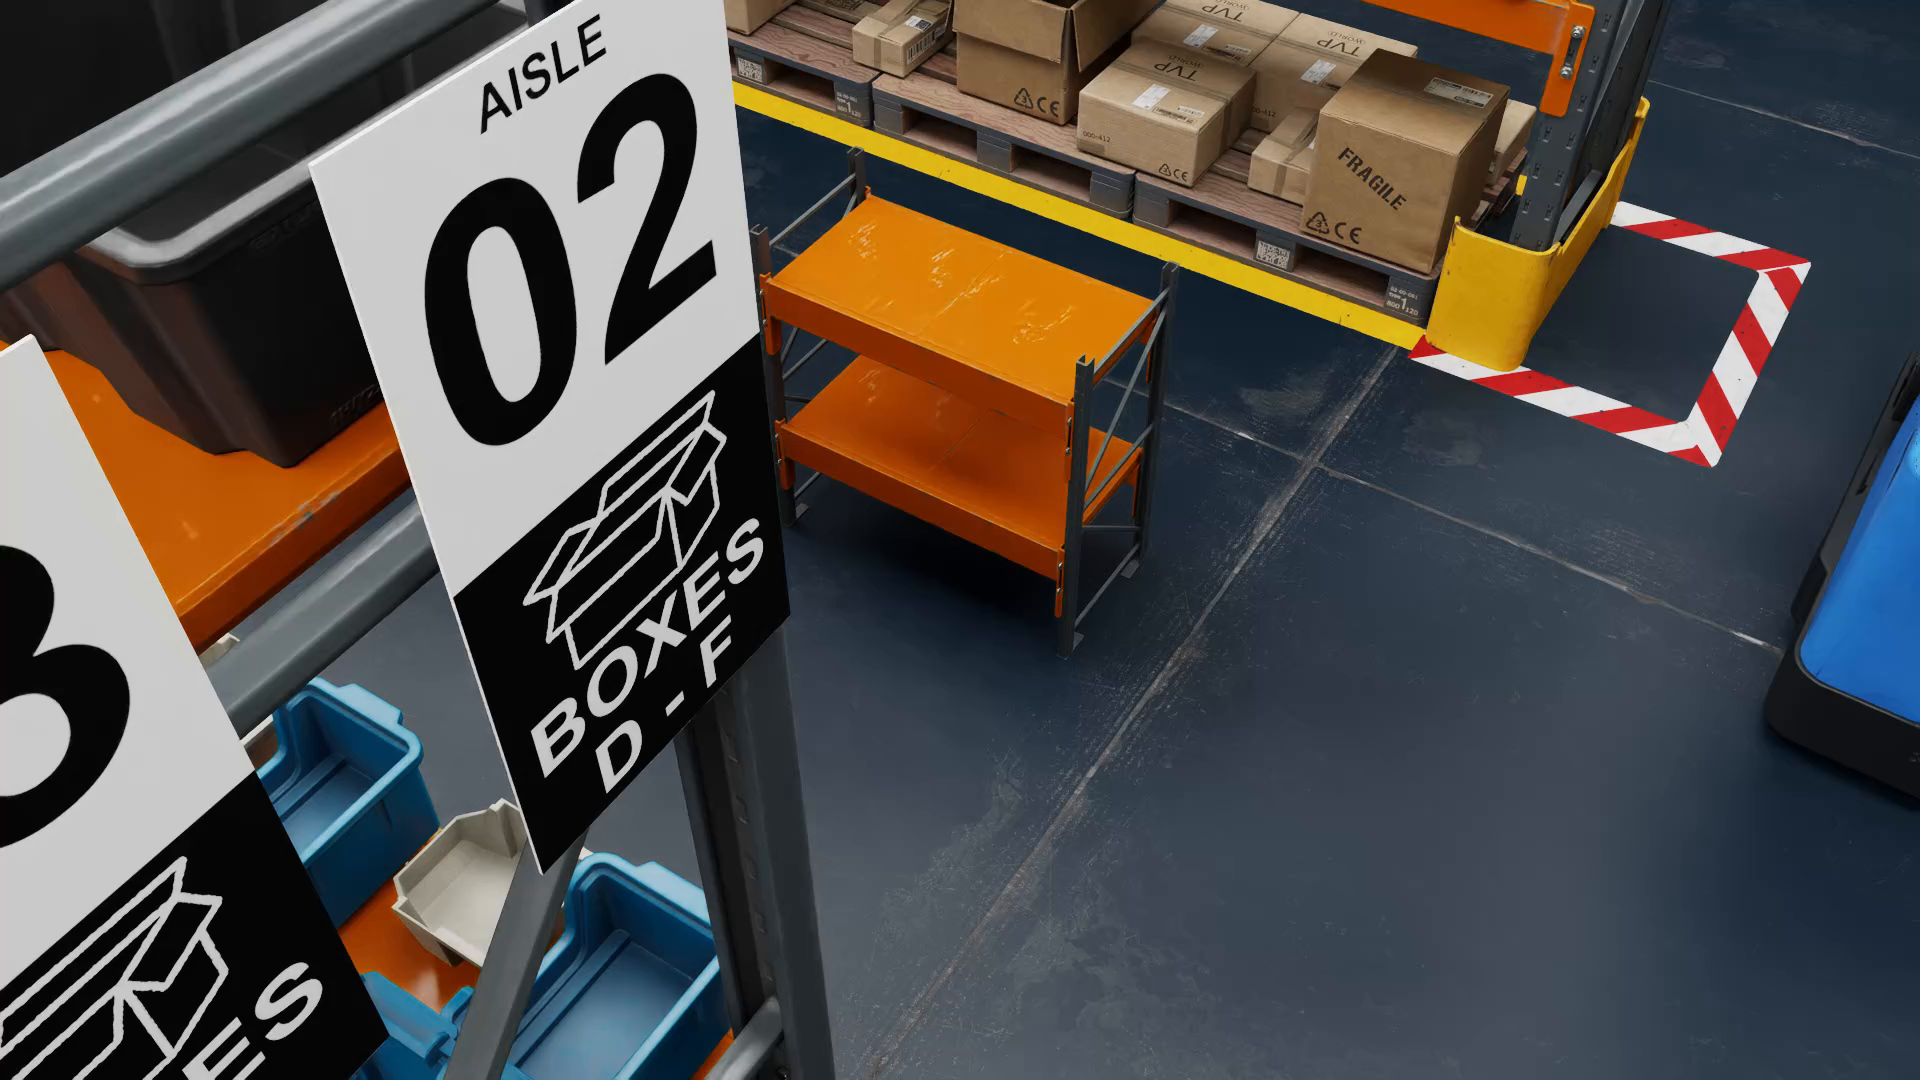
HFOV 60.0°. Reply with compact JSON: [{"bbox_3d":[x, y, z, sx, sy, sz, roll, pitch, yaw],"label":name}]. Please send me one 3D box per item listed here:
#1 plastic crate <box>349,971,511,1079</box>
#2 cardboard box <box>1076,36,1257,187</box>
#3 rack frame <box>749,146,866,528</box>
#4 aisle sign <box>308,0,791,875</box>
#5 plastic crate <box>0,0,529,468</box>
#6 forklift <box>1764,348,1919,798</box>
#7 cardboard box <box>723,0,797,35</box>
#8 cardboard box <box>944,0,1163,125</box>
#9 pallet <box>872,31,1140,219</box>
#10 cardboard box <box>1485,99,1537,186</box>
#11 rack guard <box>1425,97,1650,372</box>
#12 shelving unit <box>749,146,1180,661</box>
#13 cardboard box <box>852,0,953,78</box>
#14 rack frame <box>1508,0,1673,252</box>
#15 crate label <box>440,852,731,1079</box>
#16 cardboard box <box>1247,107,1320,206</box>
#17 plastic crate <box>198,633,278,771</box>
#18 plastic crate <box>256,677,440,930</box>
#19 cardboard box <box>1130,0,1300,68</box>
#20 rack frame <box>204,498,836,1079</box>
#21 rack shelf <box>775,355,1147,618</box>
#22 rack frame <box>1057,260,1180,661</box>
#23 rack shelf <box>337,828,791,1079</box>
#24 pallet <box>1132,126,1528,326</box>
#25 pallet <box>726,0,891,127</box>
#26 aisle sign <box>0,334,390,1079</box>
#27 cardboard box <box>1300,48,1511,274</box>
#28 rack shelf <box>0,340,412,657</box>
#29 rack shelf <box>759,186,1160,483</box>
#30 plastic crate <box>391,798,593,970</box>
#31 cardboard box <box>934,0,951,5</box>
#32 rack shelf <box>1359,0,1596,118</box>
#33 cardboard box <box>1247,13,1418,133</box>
[{"bbox_3d":[-0.896,0.933,2.185,0.499,0.435,0.616,25,51,22],"label":"plastic crate"},{"bbox_3d":[0.790,-1.649,6.371,0.500,0.250,0.500,25,51,22],"label":"cardboard box"},{"bbox_3d":[-0.422,-0.586,5.035,0.032,1.125,0.500,25,51,22],"label":"rack frame"},{"bbox_3d":[-0.293,-0.074,1.418,0.004,0.787,0.394,25,51,22],"label":"aisle sign"},{"bbox_3d":[-0.687,-0.334,1.483,0.590,0.269,0.497,25,51,22],"label":"plastic crate"},{"bbox_3d":[3.512,-1.135,4.309,1.130,2.935,3.031,26,51,23],"label":"forklift"},{"bbox_3d":[-0.967,-2.478,7.134,0.500,0.311,0.500,25,51,22],"label":"cardboard box"},{"bbox_3d":[0.381,-2.114,6.646,0.637,0.503,0.797,25,51,22],"label":"cardboard box"},{"bbox_3d":[0.405,-1.844,6.895,1.213,0.211,1.003,25,51,22],"label":"pallet"},{"bbox_3d":[1.997,-1.535,6.331,0.250,0.149,0.380,25,51,22],"label":"cardboard box"},{"bbox_3d":[2.100,-1.164,6.033,0.348,0.500,1.175,25,51,22],"label":"rack guard"},{"bbox_3d":[0.006,-0.389,4.844,1.048,1.125,0.538,25,51,22],"label":"shelving unit"},{"bbox_3d":[-0.233,-2.098,6.866,0.250,0.166,0.380,25,51,22],"label":"cardboard box"},{"bbox_3d":[2.164,-2.006,5.108,0.127,3.000,1.000,25,51,22],"label":"rack frame"},{"bbox_3d":[-0.544,0.726,2.528,0.303,0.233,0.416,25,51,22],"label":"crate label"},{"bbox_3d":[1.281,-1.445,6.231,0.250,0.166,0.380,25,51,22],"label":"cardboard box"},{"bbox_3d":[-1.340,0.323,2.987,0.298,0.136,0.250,25,51,22],"label":"plastic crate"},{"bbox_3d":[-1.098,0.471,2.775,0.300,0.233,0.416,25,51,22],"label":"plastic crate"},{"bbox_3d":[1.017,-1.970,6.683,0.500,0.250,0.500,25,51,22],"label":"cardboard box"},{"bbox_3d":[-0.514,0.983,2.203,0.127,3.000,1.000,25,51,22],"label":"rack frame"},{"bbox_3d":[0.006,-0.219,5.019,1.000,0.278,0.538,25,51,22],"label":"rack shelf"},{"bbox_3d":[0.434,-0.193,4.653,0.032,1.125,0.500,25,51,22],"label":"rack frame"},{"bbox_3d":[-2.197,0.459,3.214,4.000,0.370,1.077,25,51,22],"label":"rack shelf"},{"bbox_3d":[1.428,-1.371,6.436,1.213,0.211,1.003,25,51,22],"label":"pallet"},{"bbox_3d":[-0.626,-2.316,7.354,1.213,0.211,1.003,25,51,22],"label":"pallet"},{"bbox_3d":[-0.611,0.282,1.072,0.004,0.787,0.394,25,51,22],"label":"aisle sign"},{"bbox_3d":[1.573,-1.350,5.906,0.500,0.500,0.500,25,51,22],"label":"cardboard box"},{"bbox_3d":[-2.197,-0.586,2.138,4.000,0.370,1.077,25,51,22],"label":"rack shelf"},{"bbox_3d":[0.006,-0.593,4.634,1.000,0.278,0.538,25,51,22],"label":"rack shelf"},{"bbox_3d":[-0.769,0.585,2.732,0.298,0.136,0.250,25,51,22],"label":"plastic crate"},{"bbox_3d":[0.061,-2.431,7.089,0.500,0.311,0.500,25,51,22],"label":"cardboard box"},{"bbox_3d":[0.480,-2.529,6.118,4.000,0.370,1.077,25,51,22],"label":"rack shelf"},{"bbox_3d":[1.438,-1.776,6.495,0.500,0.250,0.500,25,51,22],"label":"cardboard box"}]
